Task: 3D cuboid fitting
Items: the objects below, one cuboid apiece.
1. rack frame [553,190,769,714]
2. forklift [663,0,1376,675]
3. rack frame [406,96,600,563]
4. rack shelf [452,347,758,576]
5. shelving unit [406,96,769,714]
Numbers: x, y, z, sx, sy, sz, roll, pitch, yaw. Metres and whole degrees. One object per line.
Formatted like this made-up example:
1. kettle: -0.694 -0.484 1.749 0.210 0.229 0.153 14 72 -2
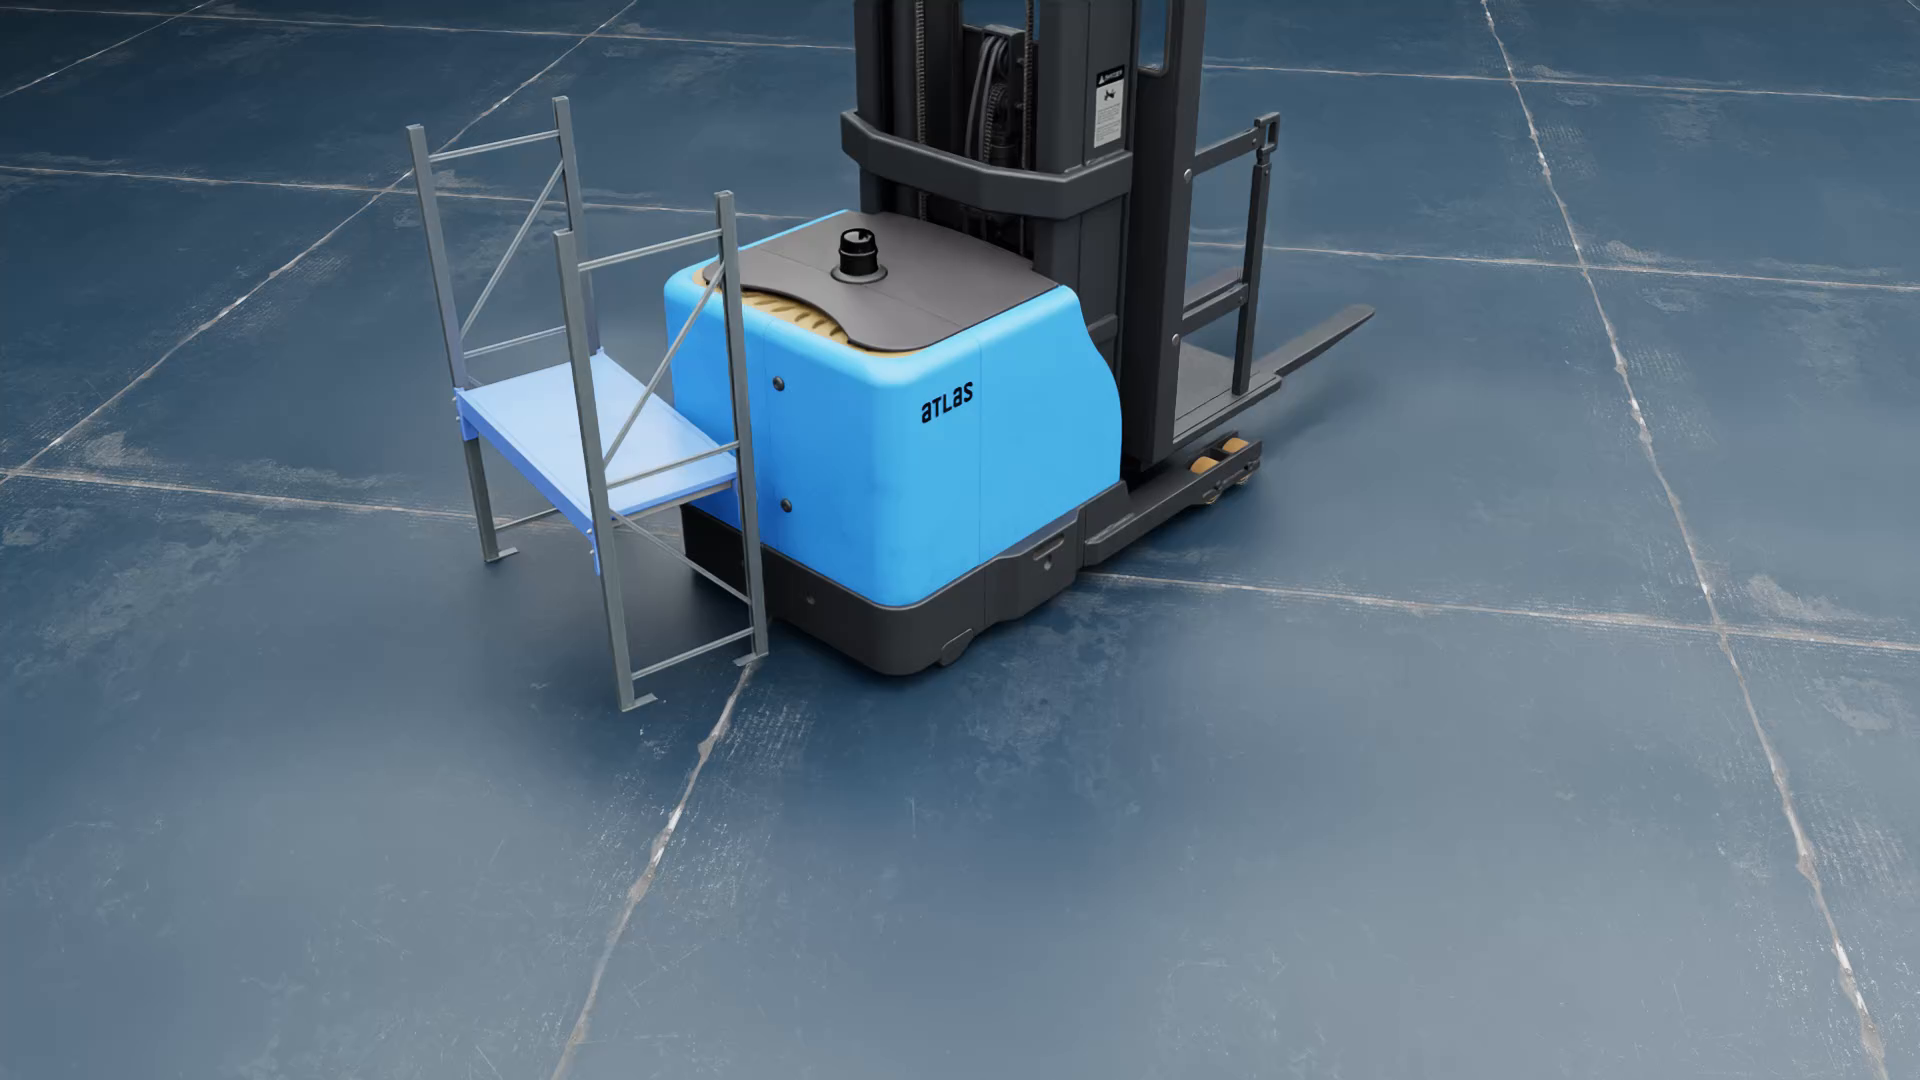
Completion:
1. rack frame: -0.806 -0.205 4.664 0.500 1.500 0.032 -21 38 -30
2. forklift: 0.451 -1.534 5.438 1.130 2.935 3.031 26 40 35
3. rack frame: -1.405 -0.641 5.361 0.500 1.500 0.032 -21 38 -30
4. rack shelf: -1.105 -0.271 5.108 0.538 0.185 1.000 -21 38 -30
5. shelving unit: -1.106 -0.423 5.012 0.538 1.500 1.048 -21 38 -30
